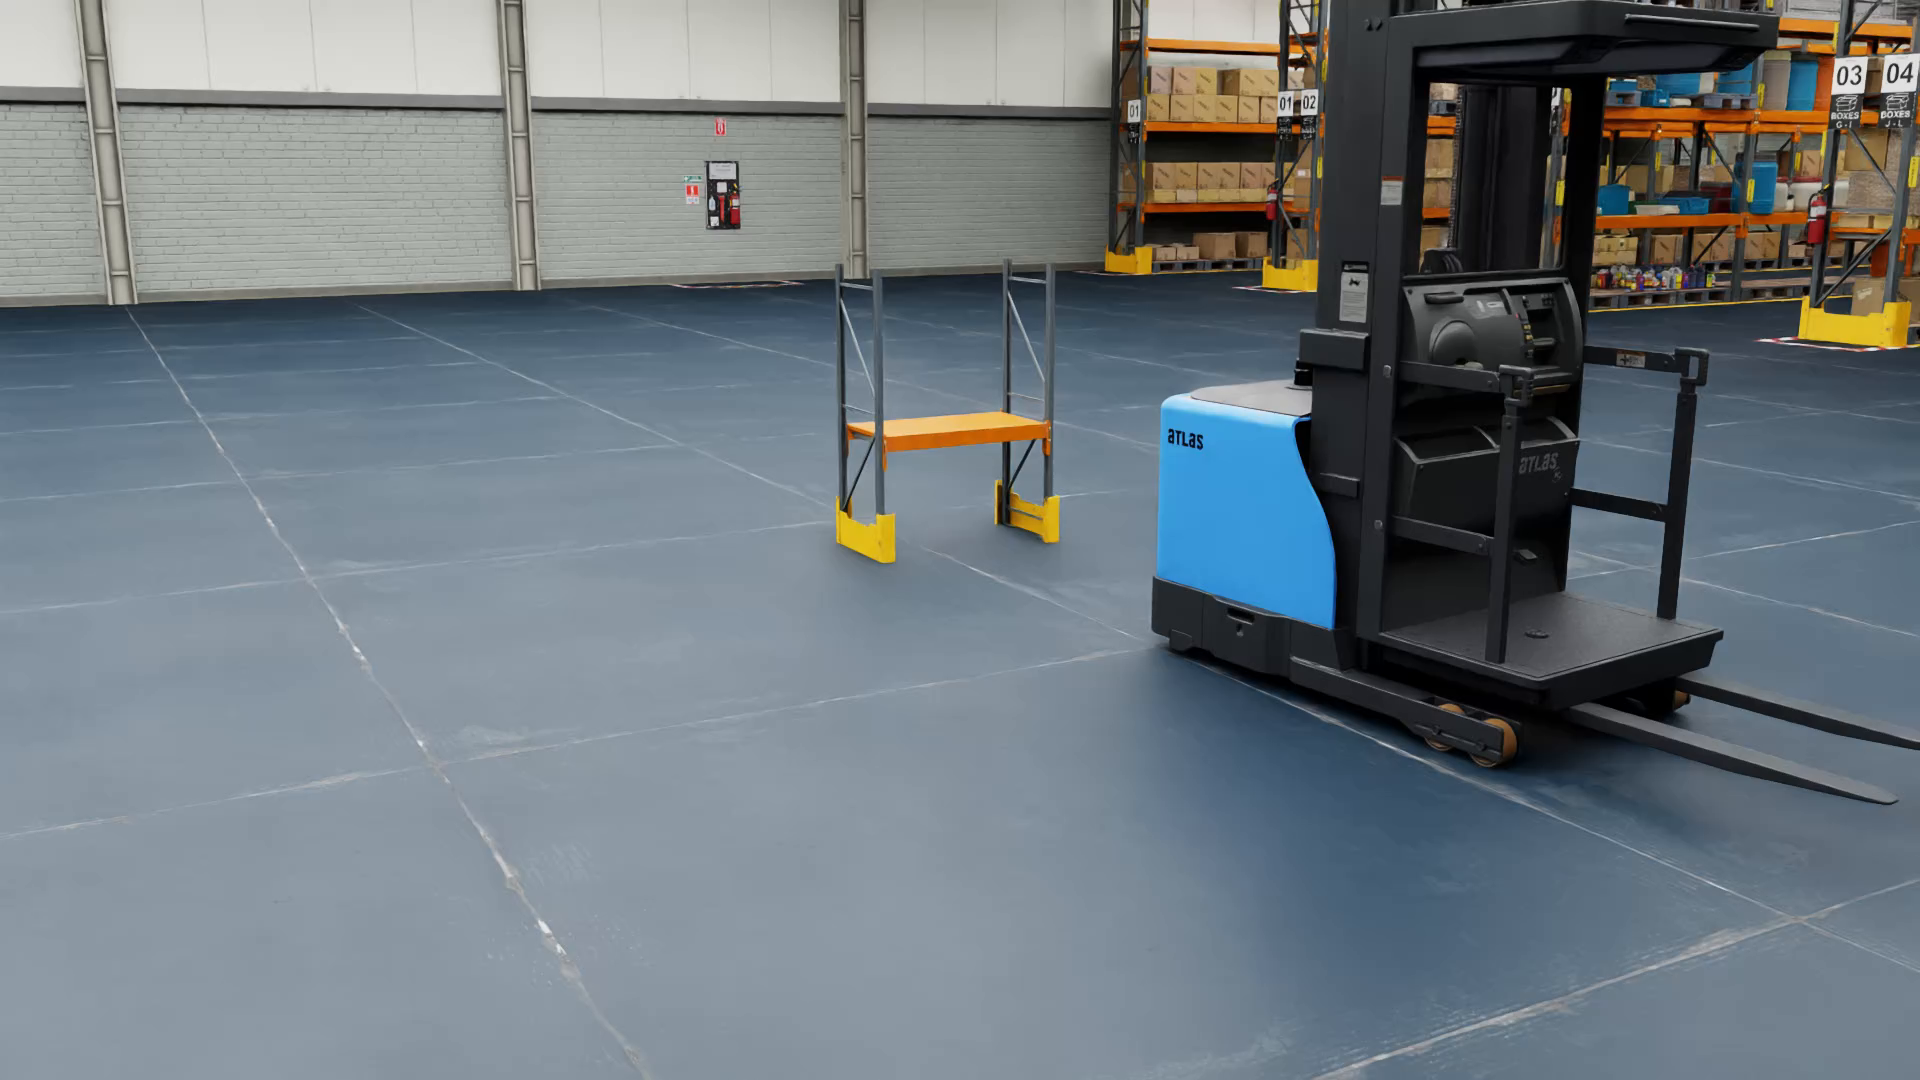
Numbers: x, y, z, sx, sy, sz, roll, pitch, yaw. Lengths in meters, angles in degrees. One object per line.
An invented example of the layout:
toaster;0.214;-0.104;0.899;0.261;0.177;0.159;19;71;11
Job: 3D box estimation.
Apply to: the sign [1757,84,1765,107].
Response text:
sign;11.687;-6.494;24.281;0.005;0.325;0.100;-7;14;-28

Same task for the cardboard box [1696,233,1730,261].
cardboard box;14.466;-5.661;32.123;0.500;0.500;0.500;-7;15;-30

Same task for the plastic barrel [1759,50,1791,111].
plastic barrel;12.350;-7.005;25.432;0.600;0.901;0.600;0;13;0

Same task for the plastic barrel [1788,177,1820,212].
plastic barrel;13.022;-5.335;25.675;0.433;0.535;0.433;0;13;0

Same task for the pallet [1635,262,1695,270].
pallet;13.248;-5.220;31.823;1.213;0.211;1.003;-7;14;-28

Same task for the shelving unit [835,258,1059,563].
shelving unit;-0.067;-0.724;8.909;1.083;1.500;0.587;-7;14;-28

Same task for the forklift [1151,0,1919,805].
forklift;2.066;-0.774;5.875;1.130;2.935;3.031;-9;15;-34

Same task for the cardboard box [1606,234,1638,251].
cardboard box;12.232;-5.544;30.939;0.500;0.311;0.500;-6;14;-26

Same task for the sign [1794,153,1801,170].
sign;16.354;-7.388;32.470;0.005;0.325;0.100;-7;14;-28

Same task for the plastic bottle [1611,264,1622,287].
plastic bottle;9.824;-3.967;24.934;0.185;0.351;0.144;-6;14;-26

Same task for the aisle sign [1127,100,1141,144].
aisle sign;3.256;-7.825;31.125;0.004;0.787;0.394;-7;14;-28

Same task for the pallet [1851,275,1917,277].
pallet;15.616;-4.285;27.667;1.213;0.211;1.003;-7;14;-28

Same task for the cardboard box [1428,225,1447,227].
cardboard box;8.506;-5.329;29.555;0.500;0.500;0.500;-7;14;-28

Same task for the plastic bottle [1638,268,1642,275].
plastic bottle;10.249;-3.969;25.127;0.097;0.271;0.097;0;13;0

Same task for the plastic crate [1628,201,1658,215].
plastic crate;10.107;-4.942;24.718;0.662;0.188;0.450;-7;14;-28

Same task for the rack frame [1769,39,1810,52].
rack frame;16.085;-9.857;32.412;0.127;3.000;1.000;-7;14;-28

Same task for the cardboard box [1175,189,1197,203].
cardboard box;4.205;-6.606;31.926;0.500;0.250;0.500;-7;15;-30

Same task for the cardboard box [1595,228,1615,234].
cardboard box;14.414;-6.929;37.801;0.500;0.500;0.700;-7;14;-27

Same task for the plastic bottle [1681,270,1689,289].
plastic bottle;10.715;-3.854;24.588;0.133;0.283;0.061;-6;14;-24

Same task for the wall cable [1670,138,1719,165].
wall cable;17.890;-9.118;40.477;1.851;1.984;0.084;-7;14;-28

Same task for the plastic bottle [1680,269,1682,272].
plastic bottle;10.745;-3.902;24.816;0.135;0.276;0.152;-7;14;-28

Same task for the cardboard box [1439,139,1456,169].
cardboard box;8.234;-6.669;28.727;0.500;0.500;0.700;-7;14;-28

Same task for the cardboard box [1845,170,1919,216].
cardboard box;10.791;-4.005;19.166;0.500;0.500;0.875;-7;14;-28

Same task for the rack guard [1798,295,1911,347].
rack guard;10.362;-2.547;19.286;0.348;0.500;1.175;-7;14;-28

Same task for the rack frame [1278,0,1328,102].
rack frame;5.552;-8.594;26.802;0.127;3.000;1.000;-7;14;-28

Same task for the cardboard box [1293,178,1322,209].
cardboard box;5.968;-5.763;27.657;0.500;0.500;0.700;-7;14;-28

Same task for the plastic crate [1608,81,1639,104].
plastic crate;9.452;-6.427;24.039;0.575;0.384;0.392;-7;14;-28

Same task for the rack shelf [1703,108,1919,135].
rack shelf;13.189;-6.456;25.772;4.000;0.370;1.077;-7;14;-28

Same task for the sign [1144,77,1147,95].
sign;3.436;-8.407;30.811;0.005;0.325;0.100;-7;14;-28

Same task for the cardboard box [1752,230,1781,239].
cardboard box;16.449;-6.040;33.806;0.500;0.500;0.500;-7;14;-28

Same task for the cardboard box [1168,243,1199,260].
cardboard box;4.326;-5.640;32.461;0.500;0.311;0.500;-6;14;-23

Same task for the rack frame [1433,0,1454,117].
rack frame;10.197;-10.390;34.782;0.127;3.000;1.000;-7;14;-28

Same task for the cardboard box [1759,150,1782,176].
cardboard box;16.405;-7.570;33.408;0.500;0.500;0.500;-7;14;-28

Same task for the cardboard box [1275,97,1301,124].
cardboard box;6.359;-8.464;32.779;0.500;0.500;0.500;-6;14;-26

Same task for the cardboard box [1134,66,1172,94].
cardboard box;3.630;-8.625;31.221;0.500;0.500;0.500;-8;15;-32

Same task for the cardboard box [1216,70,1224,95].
cardboard box;4.791;-8.886;32.379;0.500;0.500;0.500;-7;14;-28

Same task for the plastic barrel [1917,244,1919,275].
plastic barrel;16.357;-4.756;27.947;0.708;0.588;0.600;-7;14;-28

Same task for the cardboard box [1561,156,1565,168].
cardboard box;12.967;-8.303;36.514;0.500;0.250;0.500;-6;14;-27

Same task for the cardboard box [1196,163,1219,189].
cardboard box;4.634;-7.020;32.057;0.500;0.500;0.500;-7;15;-30

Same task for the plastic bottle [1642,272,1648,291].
plastic bottle;9.964;-3.763;24.210;0.097;0.271;0.097;0;13;0

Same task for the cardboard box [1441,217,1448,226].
cardboard box;10.906;-6.672;35.862;0.750;0.750;0.750;-7;14;-29

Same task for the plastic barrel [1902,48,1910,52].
plastic barrel;15.444;-7.491;26.797;0.708;0.830;0.600;-7;14;-28

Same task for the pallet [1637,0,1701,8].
pallet;9.651;-7.552;23.510;1.213;0.211;1.003;-7;14;-28

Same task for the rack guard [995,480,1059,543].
rack guard;0.370;-0.166;9.279;0.087;0.250;0.587;-7;14;-28

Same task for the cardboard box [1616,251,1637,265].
cardboard box;12.229;-5.270;31.001;0.500;0.250;0.500;-6;14;-27

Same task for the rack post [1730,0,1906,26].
rack post;13.120;-8.381;25.401;3.121;1.000;1.013;-7;14;-28

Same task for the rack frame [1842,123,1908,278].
rack frame;14.944;-5.554;26.957;0.127;3.000;1.000;-7;14;-28

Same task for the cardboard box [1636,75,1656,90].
cardboard box;12.960;-8.554;30.949;0.500;0.500;0.500;-7;14;-28

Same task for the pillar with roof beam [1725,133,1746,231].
pillar with roof beam;21.237;-10.853;36.838;0.400;9.000;9.100;-7;14;-28

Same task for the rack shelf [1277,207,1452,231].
rack shelf;7.308;-5.527;28.475;4.000;0.370;1.077;-7;14;-28
